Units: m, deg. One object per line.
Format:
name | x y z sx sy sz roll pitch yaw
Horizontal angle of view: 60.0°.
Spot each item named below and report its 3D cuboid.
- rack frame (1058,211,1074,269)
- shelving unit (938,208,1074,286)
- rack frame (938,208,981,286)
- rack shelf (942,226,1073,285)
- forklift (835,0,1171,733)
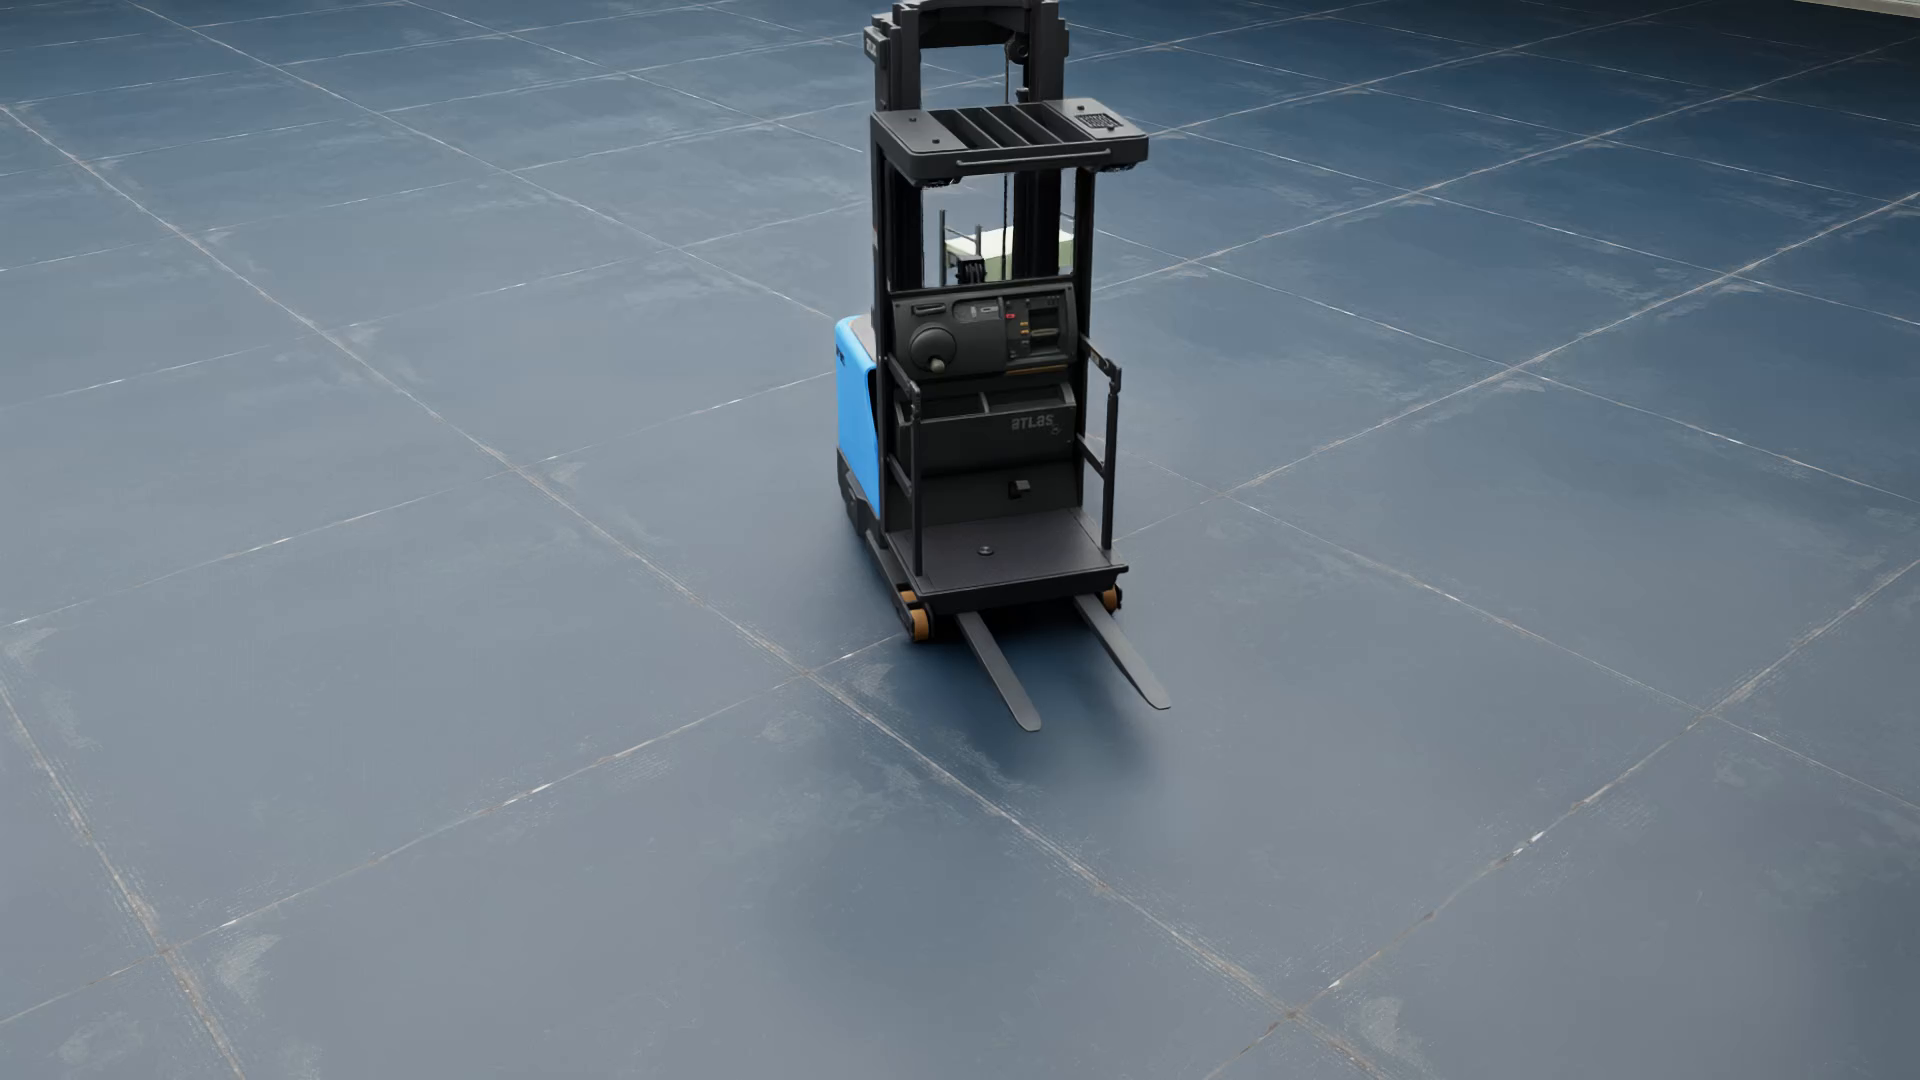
rack frame | 0.597 -1.390 10.260 0.023 1.500 0.400 -18 33 -30
shelving unit | 0.297 -1.291 10.075 0.755 1.500 0.431 -18 33 -30
rack frame | -0.003 -1.192 9.890 0.023 1.500 0.400 -18 33 -30
rack shelf | 0.297 -1.636 9.891 0.720 0.370 0.431 -18 33 -30
forklift | 0.190 -0.993 7.998 1.130 2.935 3.031 -8 29 -14
